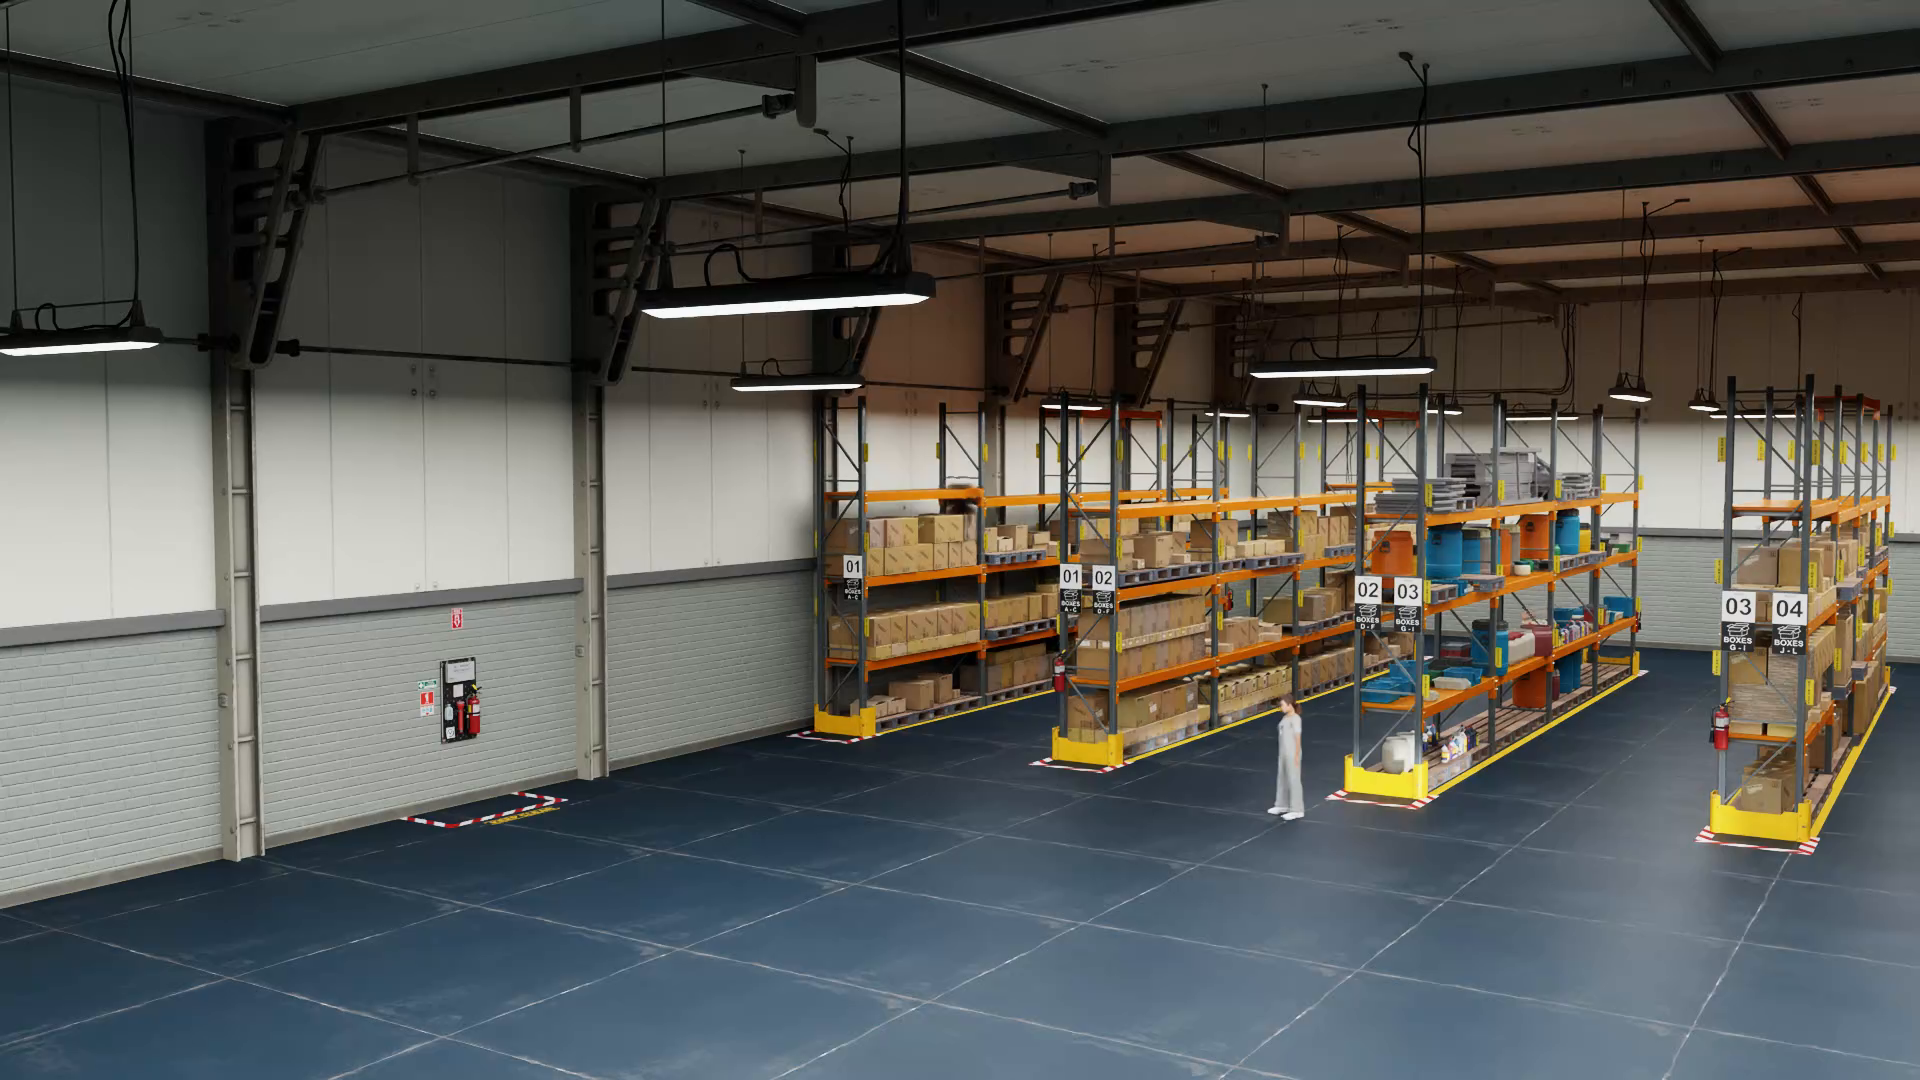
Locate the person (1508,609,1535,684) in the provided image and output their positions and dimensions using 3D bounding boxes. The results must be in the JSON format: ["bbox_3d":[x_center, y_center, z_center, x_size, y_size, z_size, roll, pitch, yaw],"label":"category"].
[{"bbox_3d":[12.242,2.300,35.941,1.012,1.622,0.462,-2,4,-37],"label":"person"}]

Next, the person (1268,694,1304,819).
[{"bbox_3d":[4.496,2.957,22.871,0.423,1.676,0.524,-1,3,-17],"label":"person"}]
